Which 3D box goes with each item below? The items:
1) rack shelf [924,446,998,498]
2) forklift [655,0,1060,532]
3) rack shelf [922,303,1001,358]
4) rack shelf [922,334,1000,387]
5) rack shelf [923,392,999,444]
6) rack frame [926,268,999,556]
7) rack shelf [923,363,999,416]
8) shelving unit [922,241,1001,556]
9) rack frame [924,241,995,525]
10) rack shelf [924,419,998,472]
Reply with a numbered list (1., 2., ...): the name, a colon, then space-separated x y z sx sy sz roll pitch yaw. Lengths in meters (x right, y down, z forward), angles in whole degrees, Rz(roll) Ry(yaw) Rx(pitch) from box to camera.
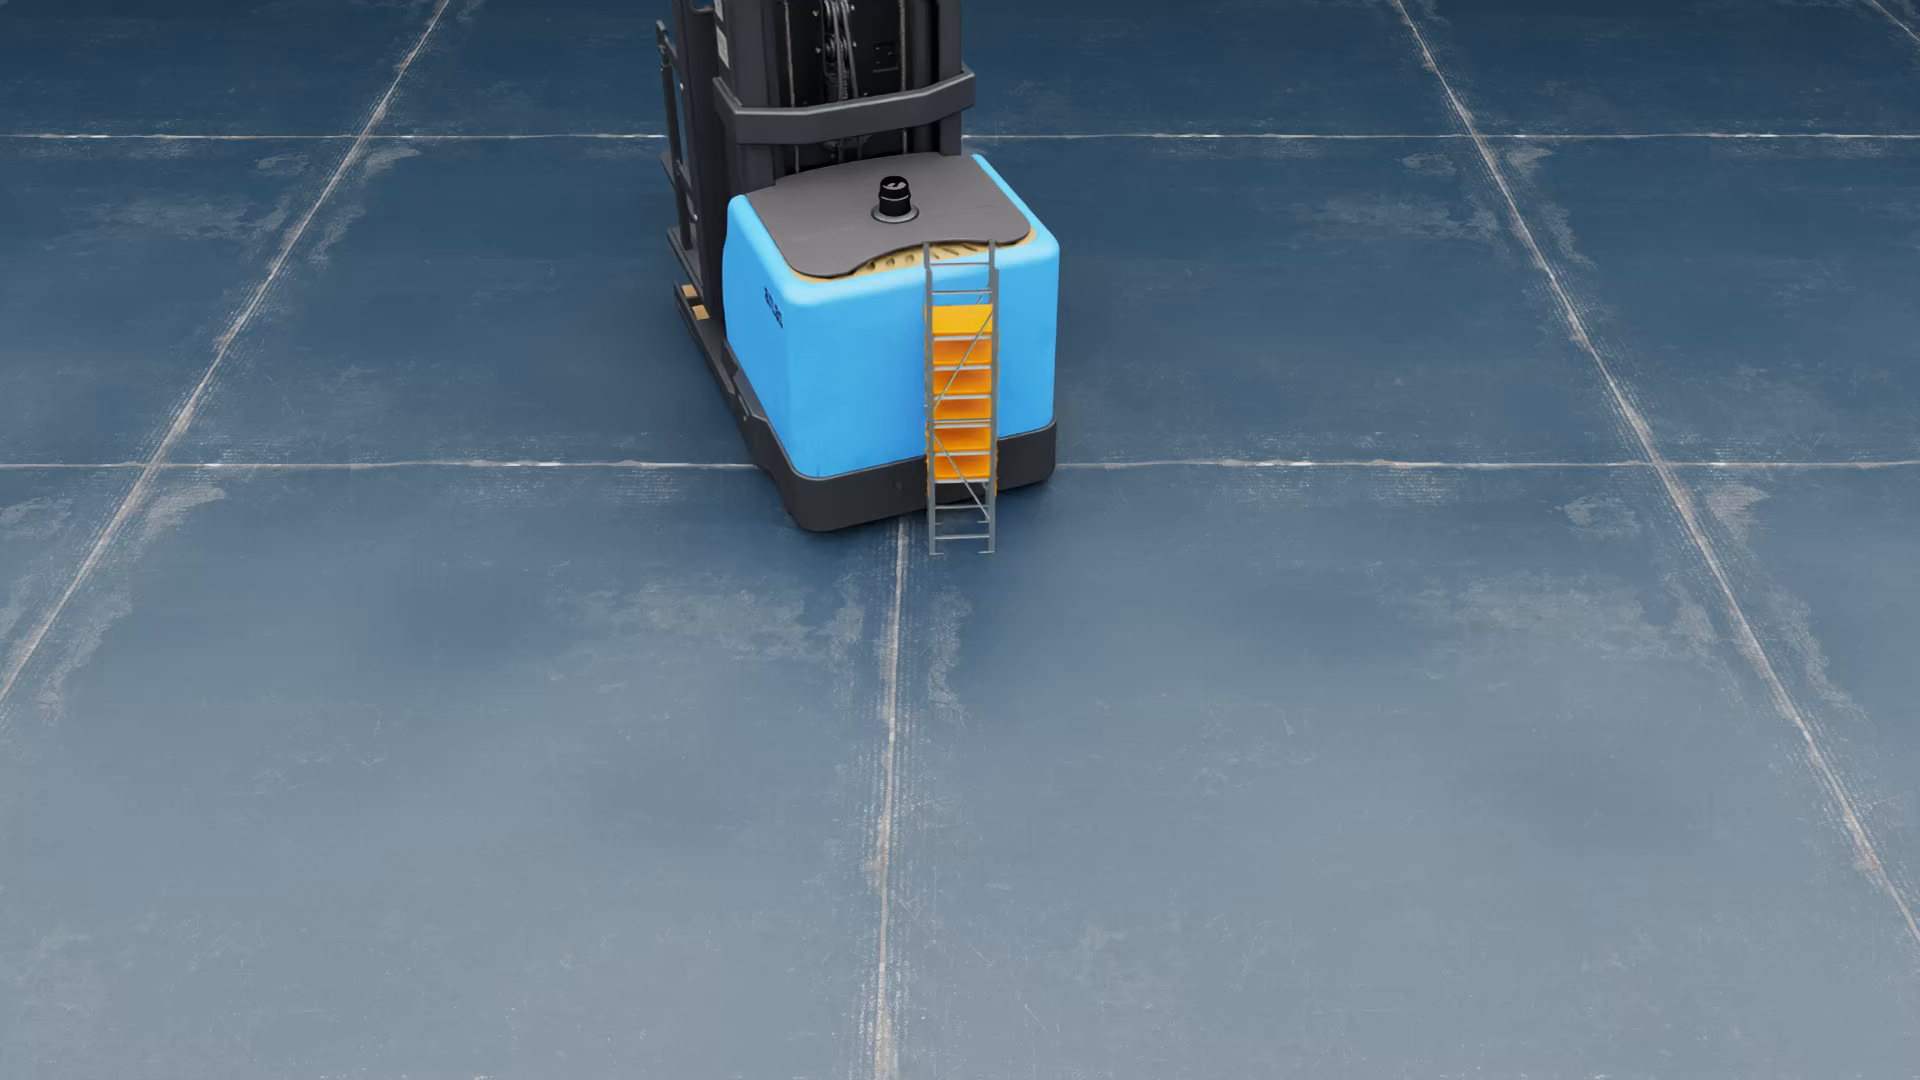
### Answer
1. rack shelf: 0.002 -0.251 6.058 0.258 0.103 0.180 -2 39 -2
2. forklift: -0.636 -2.100 6.526 1.130 2.935 3.031 -14 41 -16
3. rack shelf: 0.003 -0.719 5.683 0.258 0.103 0.180 -2 39 -2
4. rack shelf: 0.003 -0.625 5.758 0.258 0.103 0.180 -2 39 -2
5. rack shelf: 0.003 -0.438 5.908 0.258 0.103 0.180 -2 39 -2
6. rack frame: 0.008 -0.416 5.809 0.240 1.200 0.006 -2 39 -2
7. rack shelf: 0.003 -0.532 5.833 0.258 0.103 0.180 -2 39 -2
8. shelving unit: 0.003 -0.473 5.880 0.258 1.200 0.189 -2 39 -2
9. rack frame: -0.003 -0.530 5.952 0.240 1.200 0.006 -2 39 -2
10. rack shelf: 0.002 -0.344 5.983 0.258 0.103 0.180 -2 39 -2
